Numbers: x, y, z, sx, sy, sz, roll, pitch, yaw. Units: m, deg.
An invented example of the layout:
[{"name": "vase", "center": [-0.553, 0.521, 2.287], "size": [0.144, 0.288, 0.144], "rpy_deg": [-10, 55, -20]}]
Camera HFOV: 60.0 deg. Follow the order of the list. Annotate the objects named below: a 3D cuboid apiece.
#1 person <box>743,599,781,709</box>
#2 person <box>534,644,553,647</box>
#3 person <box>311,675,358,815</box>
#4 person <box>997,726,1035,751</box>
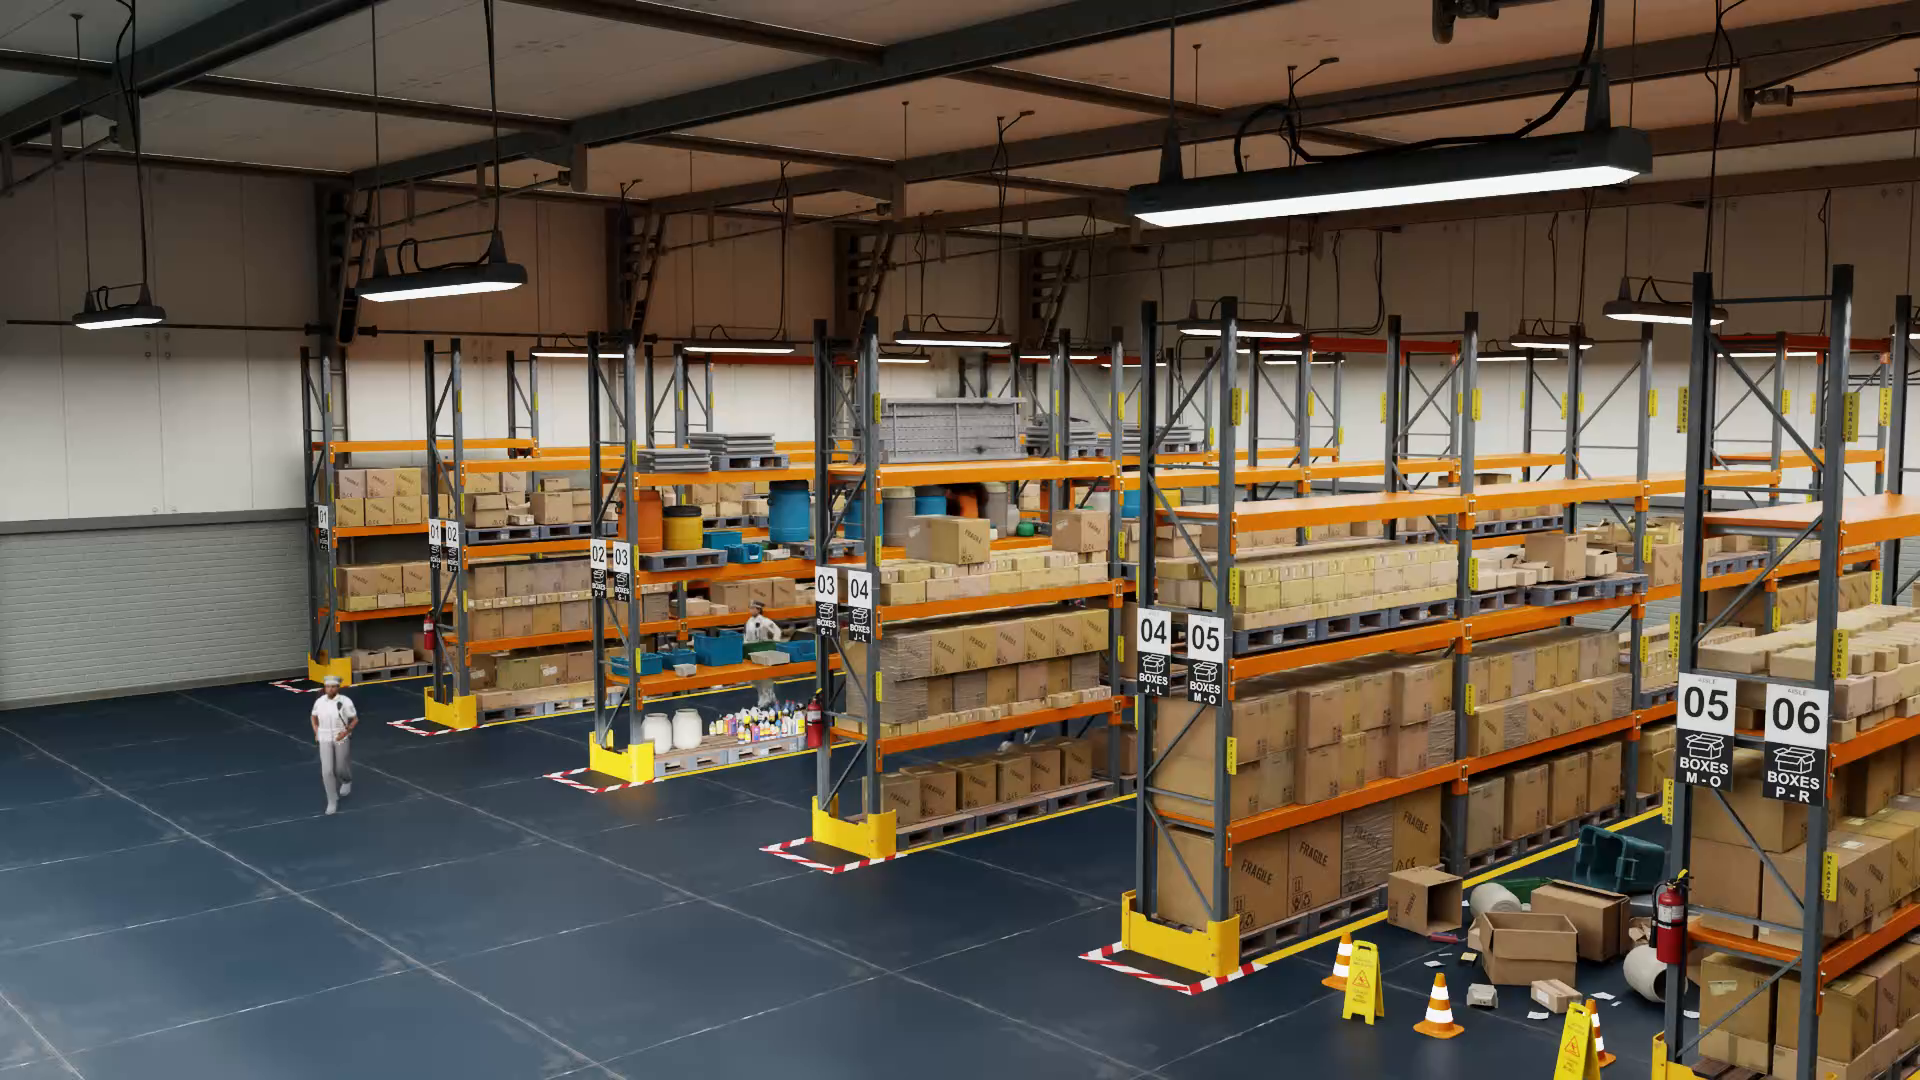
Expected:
[{"name": "person", "center": [-3.151, 1.776, 25.868], "size": [0.728, 1.725, 0.578], "rpy_deg": [-4, 7, -41]}, {"name": "person", "center": [-7.234, 1.740, 28.909], "size": [0.692, 1.741, 0.640], "rpy_deg": [3, 6, 33]}, {"name": "person", "center": [-7.810, 2.510, 20.764], "size": [0.587, 1.692, 0.779], "rpy_deg": [-1, 5, -11]}, {"name": "person", "center": [0.770, 2.050, 22.824], "size": [0.557, 1.618, 0.821], "rpy_deg": [5, 7, 43]}]
